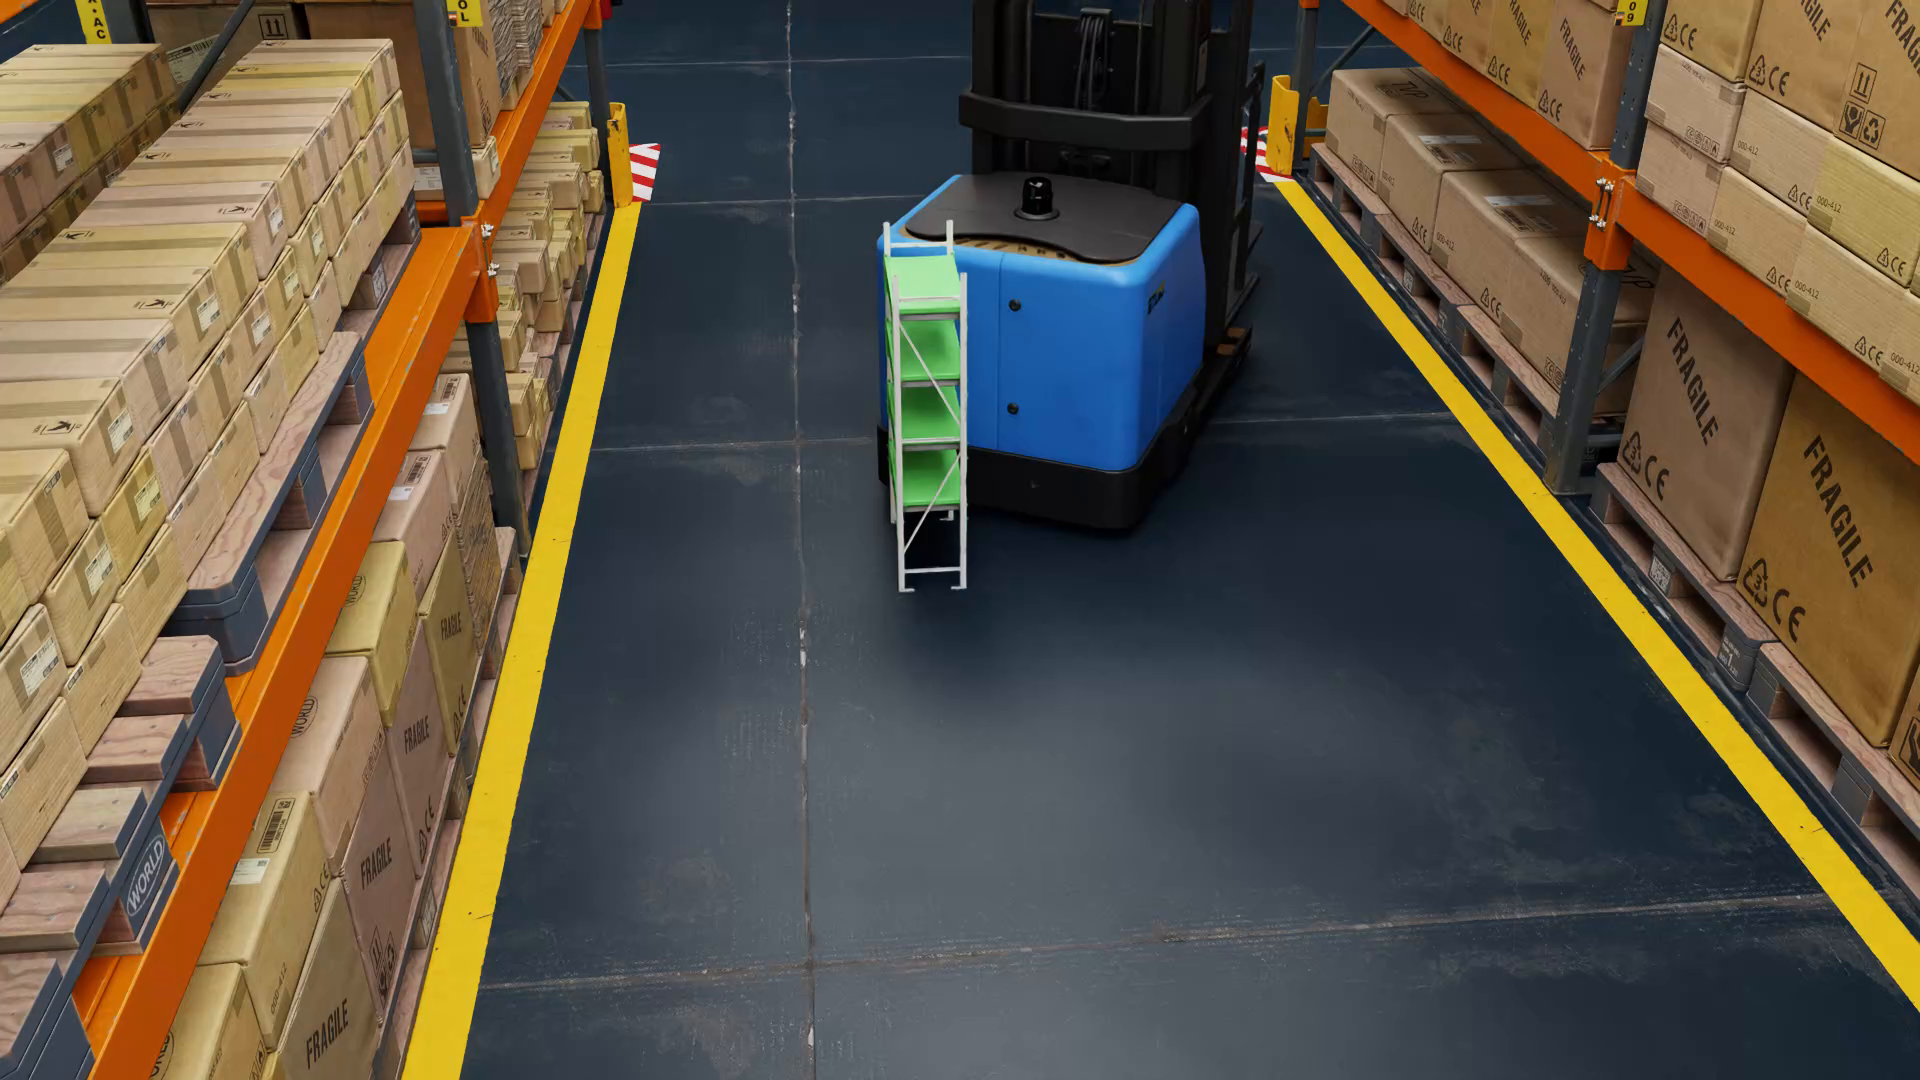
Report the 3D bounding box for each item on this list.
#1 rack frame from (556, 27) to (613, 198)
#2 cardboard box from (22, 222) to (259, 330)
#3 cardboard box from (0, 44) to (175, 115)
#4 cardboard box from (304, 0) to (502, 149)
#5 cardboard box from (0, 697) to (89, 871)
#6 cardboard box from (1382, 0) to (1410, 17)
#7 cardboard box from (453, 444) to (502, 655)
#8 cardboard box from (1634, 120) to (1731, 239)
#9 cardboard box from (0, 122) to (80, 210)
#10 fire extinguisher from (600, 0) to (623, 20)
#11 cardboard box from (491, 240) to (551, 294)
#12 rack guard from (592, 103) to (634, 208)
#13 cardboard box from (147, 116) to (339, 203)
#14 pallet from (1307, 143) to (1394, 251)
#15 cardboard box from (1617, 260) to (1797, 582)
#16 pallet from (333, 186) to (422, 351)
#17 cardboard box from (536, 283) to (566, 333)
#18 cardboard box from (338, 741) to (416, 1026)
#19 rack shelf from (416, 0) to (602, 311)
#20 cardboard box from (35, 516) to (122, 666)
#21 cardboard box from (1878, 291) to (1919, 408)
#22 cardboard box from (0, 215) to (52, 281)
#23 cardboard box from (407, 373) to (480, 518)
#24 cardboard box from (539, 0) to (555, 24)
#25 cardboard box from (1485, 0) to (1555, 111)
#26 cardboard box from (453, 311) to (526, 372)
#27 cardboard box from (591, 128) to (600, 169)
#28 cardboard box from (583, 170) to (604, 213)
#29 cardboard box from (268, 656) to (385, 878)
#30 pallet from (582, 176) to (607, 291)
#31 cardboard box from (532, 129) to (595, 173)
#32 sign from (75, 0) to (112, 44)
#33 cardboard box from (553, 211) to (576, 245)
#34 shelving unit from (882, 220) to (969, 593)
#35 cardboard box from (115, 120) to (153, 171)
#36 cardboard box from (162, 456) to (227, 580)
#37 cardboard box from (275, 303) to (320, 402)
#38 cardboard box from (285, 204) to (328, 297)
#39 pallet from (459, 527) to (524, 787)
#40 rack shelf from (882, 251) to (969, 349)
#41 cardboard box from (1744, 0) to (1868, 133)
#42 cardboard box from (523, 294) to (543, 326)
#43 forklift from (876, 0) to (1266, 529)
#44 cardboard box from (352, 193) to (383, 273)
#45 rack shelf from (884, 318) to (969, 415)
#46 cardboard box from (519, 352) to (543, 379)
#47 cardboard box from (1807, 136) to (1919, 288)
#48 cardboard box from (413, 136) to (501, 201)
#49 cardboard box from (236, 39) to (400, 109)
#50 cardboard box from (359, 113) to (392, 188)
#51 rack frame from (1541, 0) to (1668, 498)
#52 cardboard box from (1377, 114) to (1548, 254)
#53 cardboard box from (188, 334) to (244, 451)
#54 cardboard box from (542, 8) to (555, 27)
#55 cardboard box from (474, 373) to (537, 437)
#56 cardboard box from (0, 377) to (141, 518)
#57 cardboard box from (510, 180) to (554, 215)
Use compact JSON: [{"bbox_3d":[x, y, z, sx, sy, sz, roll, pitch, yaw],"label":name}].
[{"bbox_3d":[-2.469,-3.263,8.788,1.000,3.000,0.127,-3,31,-5],"label":"rack frame"},{"bbox_3d":[-1.716,-0.550,3.501,0.380,0.149,0.250,-3,31,-5],"label":"cardboard box"},{"bbox_3d":[-2.517,-1.326,4.799,0.380,0.149,0.250,-1,31,-2],"label":"cardboard box"},{"bbox_3d":[-1.891,-1.656,5.711,0.500,0.500,0.500,-3,31,-5],"label":"cardboard box"},{"bbox_3d":[-1.588,0.374,2.535,0.380,0.149,0.250,-1,31,-2],"label":"cardboard box"},{"bbox_3d":[2.313,-2.819,7.946,0.500,0.500,0.500,-3,31,-5],"label":"cardboard box"},{"bbox_3d":[-1.776,0.038,5.290,0.500,0.500,0.500,-3,31,-6],"label":"cardboard box"},{"bbox_3d":[2.601,-1.208,5.494,0.500,0.250,0.500,-3,31,-6],"label":"cardboard box"},{"bbox_3d":[-2.442,-0.925,4.129,0.380,0.149,0.250,-3,31,-5],"label":"cardboard box"},{"bbox_3d":[-2.033,-3.221,9.156,0.296,0.674,0.183,-3,31,-5],"label":"fire extinguisher"},{"bbox_3d":[-1.951,-1.155,7.048,0.380,0.149,0.250,-2,31,-4],"label":"cardboard box"},{"bbox_3d":[-2.462,-2.151,9.364,1.175,0.500,0.348,-3,31,-5],"label":"rack guard"},{"bbox_3d":[-1.791,-0.950,4.171,0.380,0.149,0.250,-3,31,-5],"label":"cardboard box"},{"bbox_3d":[2.602,-1.950,9.309,1.003,0.211,1.213,-3,31,-5],"label":"pallet"},{"bbox_3d":[2.961,-0.465,5.766,0.875,0.875,0.875,-2,31,-3],"label":"cardboard box"},{"bbox_3d":[-2.169,-0.741,4.753,1.003,0.211,1.213,-3,31,-5],"label":"pallet"},{"bbox_3d":[-1.972,-1.039,7.435,0.380,0.149,0.250,-4,31,-6],"label":"cardboard box"},{"bbox_3d":[-1.637,0.822,3.976,0.500,0.500,0.500,-4,31,-6],"label":"cardboard box"},{"bbox_3d":[-2.283,-1.933,7.263,1.077,0.370,4.000,-3,31,-5],"label":"rack shelf"},{"bbox_3d":[-1.623,0.090,2.719,0.380,0.149,0.250,-4,31,-6],"label":"cardboard box"},{"bbox_3d":[2.721,-0.426,4.184,0.500,0.250,0.500,-3,31,-5],"label":"cardboard box"},{"bbox_3d":[-2.414,-0.664,3.981,0.380,0.149,0.250,-2,31,-3],"label":"cardboard box"},{"bbox_3d":[-1.774,-0.282,5.094,0.500,0.250,0.500,-4,31,-6],"label":"cardboard box"},{"bbox_3d":[-2.035,-2.440,7.022,0.500,0.500,0.500,-1,31,-2],"label":"cardboard box"},{"bbox_3d":[2.472,-2.040,6.642,0.500,0.500,0.500,-3,31,-6],"label":"cardboard box"},{"bbox_3d":[-1.888,-0.762,6.391,0.380,0.149,0.250,-1,31,-2],"label":"cardboard box"},{"bbox_3d":[-2.136,-2.091,8.907,0.380,0.149,0.250,-4,31,-6],"label":"cardboard box"},{"bbox_3d":[-2.088,-1.834,8.766,0.380,0.149,0.250,-2,31,-3],"label":"cardboard box"},{"bbox_3d":[-1.626,0.516,3.757,0.500,0.250,0.500,-3,31,-4],"label":"cardboard box"},{"bbox_3d":[-2.422,-1.611,8.741,1.003,0.211,1.213,-3,31,-5],"label":"pallet"},{"bbox_3d":[-2.051,-1.960,8.396,0.380,0.149,0.250,-3,31,-6],"label":"cardboard box"},{"bbox_3d":[-2.635,-1.563,5.097,0.100,0.325,0.005,-3,31,-5],"label":"sign"},{"bbox_3d":[-2.019,-1.431,7.801,0.380,0.149,0.250,-1,31,-2],"label":"cardboard box"},{"bbox_3d":[-0.121,-0.461,5.852,0.258,1.200,0.503,-3,31,-5],"label":"shelving unit"},{"bbox_3d":[-2.491,-1.066,4.654,0.380,0.149,0.250,-3,31,-6],"label":"cardboard box"},{"bbox_3d":[-1.667,-0.038,3.223,0.380,0.149,0.250,-2,31,-3],"label":"cardboard box"},{"bbox_3d":[-1.737,-0.435,3.889,0.380,0.149,0.250,-1,31,-2],"label":"cardboard box"},{"bbox_3d":[-1.763,-0.694,4.032,0.380,0.149,0.250,-4,31,-7],"label":"cardboard box"},{"bbox_3d":[-2.022,0.374,5.419,1.003,0.211,1.213,-3,31,-5],"label":"pallet"},{"bbox_3d":[-0.121,-0.818,5.639,0.258,0.148,0.480,-3,31,-5],"label":"rack shelf"},{"bbox_3d":[2.653,-1.485,4.739,0.500,0.500,0.500,-3,31,-5],"label":"cardboard box"},{"bbox_3d":[-2.007,-1.032,7.134,0.380,0.149,0.250,-1,31,-2],"label":"cardboard box"},{"bbox_3d":[0.691,-2.040,6.807,1.130,2.935,3.031,11,33,18],"label":"forklift"},{"bbox_3d":[-1.815,-0.840,4.567,0.380,0.149,0.250,-3,31,-5],"label":"cardboard box"},{"bbox_3d":[-0.121,-0.612,5.762,0.258,0.148,0.480,-3,31,-5],"label":"rack shelf"},{"bbox_3d":[-1.910,-0.639,6.765,0.380,0.149,0.250,-3,31,-5],"label":"cardboard box"},{"bbox_3d":[2.681,-0.898,4.487,0.500,0.250,0.500,-2,31,-4],"label":"cardboard box"},{"bbox_3d":[-1.796,-1.273,5.702,0.380,0.149,0.250,-2,31,-3],"label":"cardboard box"},{"bbox_3d":[-1.864,-1.353,4.846,0.380,0.149,0.250,-1,31,-2],"label":"cardboard box"},{"bbox_3d":[-1.836,-1.093,4.700,0.380,0.149,0.250,-3,31,-4],"label":"cardboard box"},{"bbox_3d":[2.823,-1.510,5.852,1.000,3.000,0.127,-3,31,-5],"label":"rack frame"},{"bbox_3d":[2.705,-1.833,8.483,0.875,0.438,0.875,-2,31,-3],"label":"cardboard box"},{"bbox_3d":[-1.689,-0.293,3.360,0.380,0.149,0.250,-3,31,-5],"label":"cardboard box"},{"bbox_3d":[-2.091,-2.481,7.724,0.380,0.149,0.250,-4,31,-7],"label":"cardboard box"},{"bbox_3d":[-1.811,-0.505,6.252,0.380,0.149,0.250,-1,31,-2],"label":"cardboard box"},{"bbox_3d":[-1.643,-0.150,2.831,0.380,0.149,0.250,-4,31,-7],"label":"cardboard box"},{"bbox_3d":[-2.095,-1.550,7.710,0.380,0.149,0.250,-4,31,-6],"label":"cardboard box"}]
